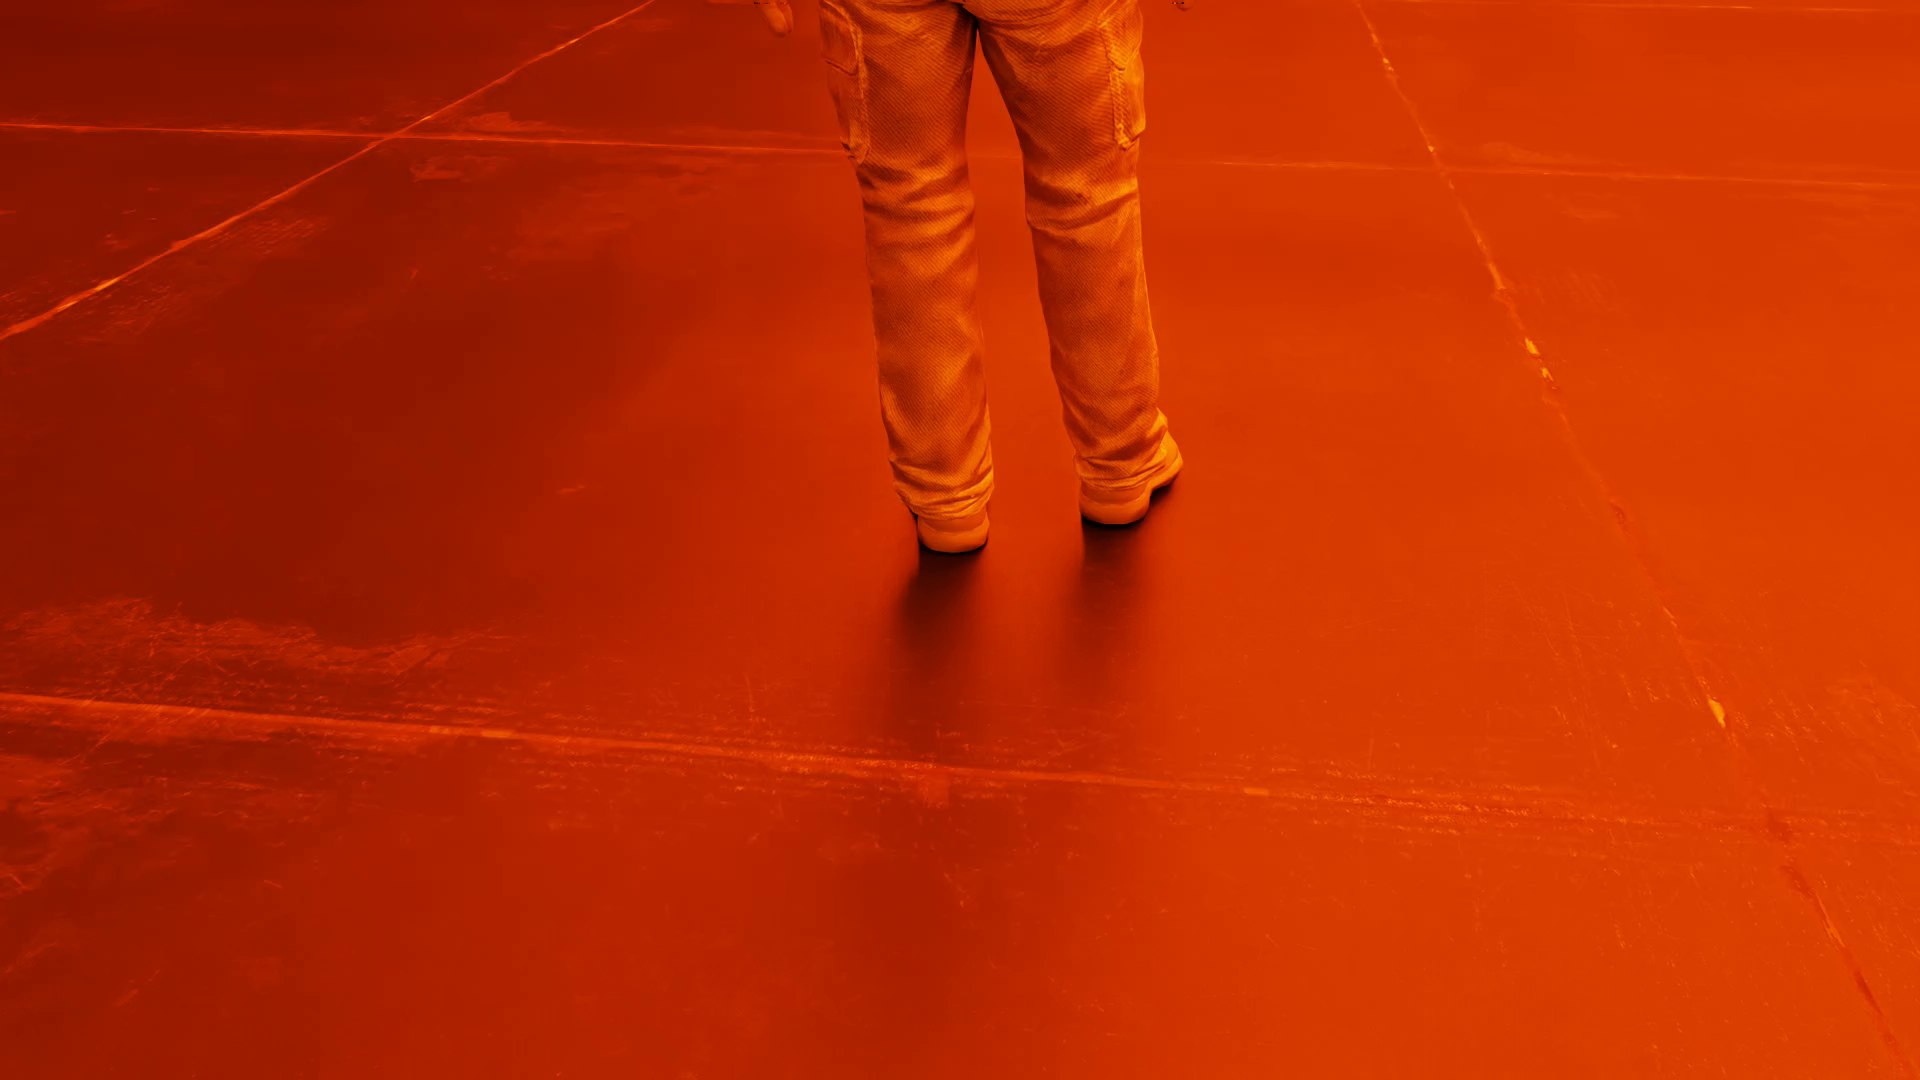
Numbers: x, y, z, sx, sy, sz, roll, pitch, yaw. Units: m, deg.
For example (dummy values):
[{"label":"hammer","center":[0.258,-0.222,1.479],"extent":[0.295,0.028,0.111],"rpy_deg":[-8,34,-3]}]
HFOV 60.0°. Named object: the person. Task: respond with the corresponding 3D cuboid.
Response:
[{"label":"person","center":[0.018,-0.836,2.163],"extent":[0.655,1.784,0.574],"rpy_deg":[3,27,7]}]
